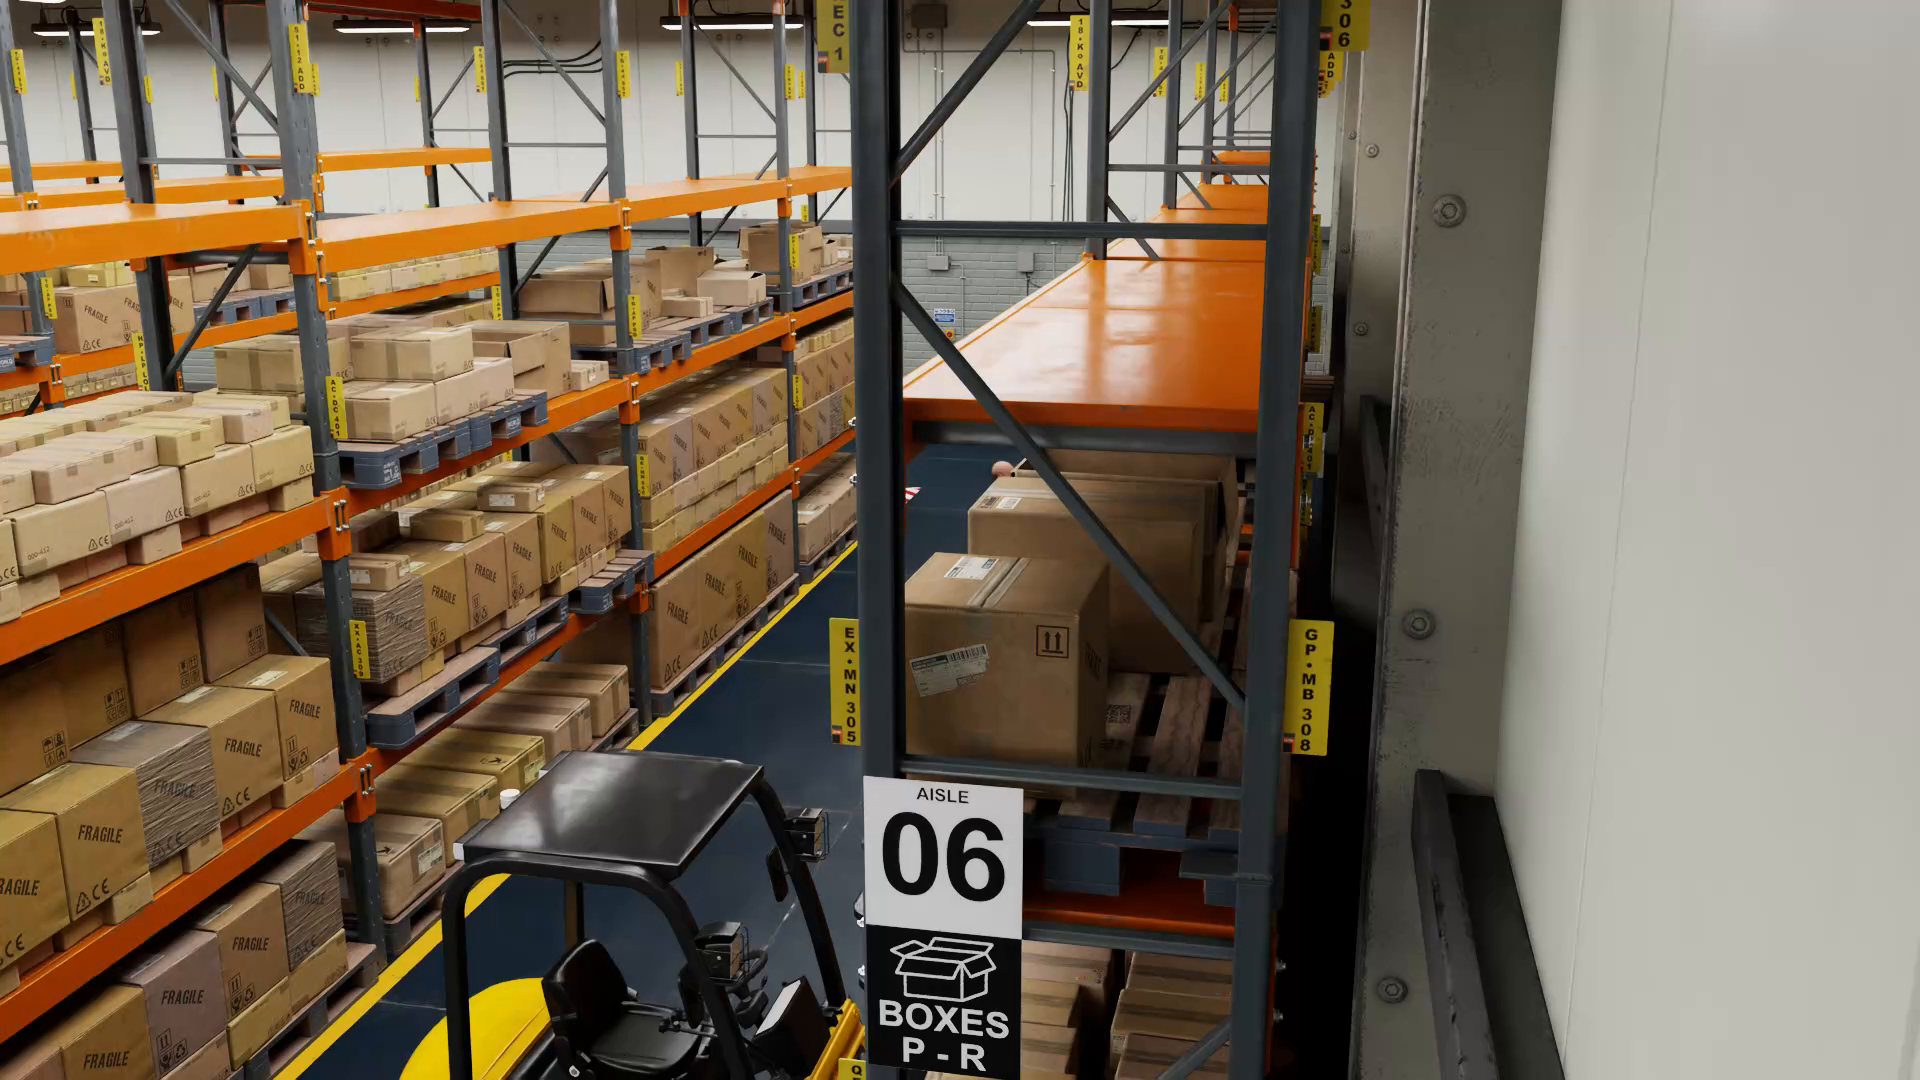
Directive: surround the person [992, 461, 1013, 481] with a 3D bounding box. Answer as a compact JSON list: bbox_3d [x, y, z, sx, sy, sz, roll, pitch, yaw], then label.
[{"bbox_3d":[0.461,0.154,15.005,0.524,1.746,0.576,5,15,17],"label":"person"}]
